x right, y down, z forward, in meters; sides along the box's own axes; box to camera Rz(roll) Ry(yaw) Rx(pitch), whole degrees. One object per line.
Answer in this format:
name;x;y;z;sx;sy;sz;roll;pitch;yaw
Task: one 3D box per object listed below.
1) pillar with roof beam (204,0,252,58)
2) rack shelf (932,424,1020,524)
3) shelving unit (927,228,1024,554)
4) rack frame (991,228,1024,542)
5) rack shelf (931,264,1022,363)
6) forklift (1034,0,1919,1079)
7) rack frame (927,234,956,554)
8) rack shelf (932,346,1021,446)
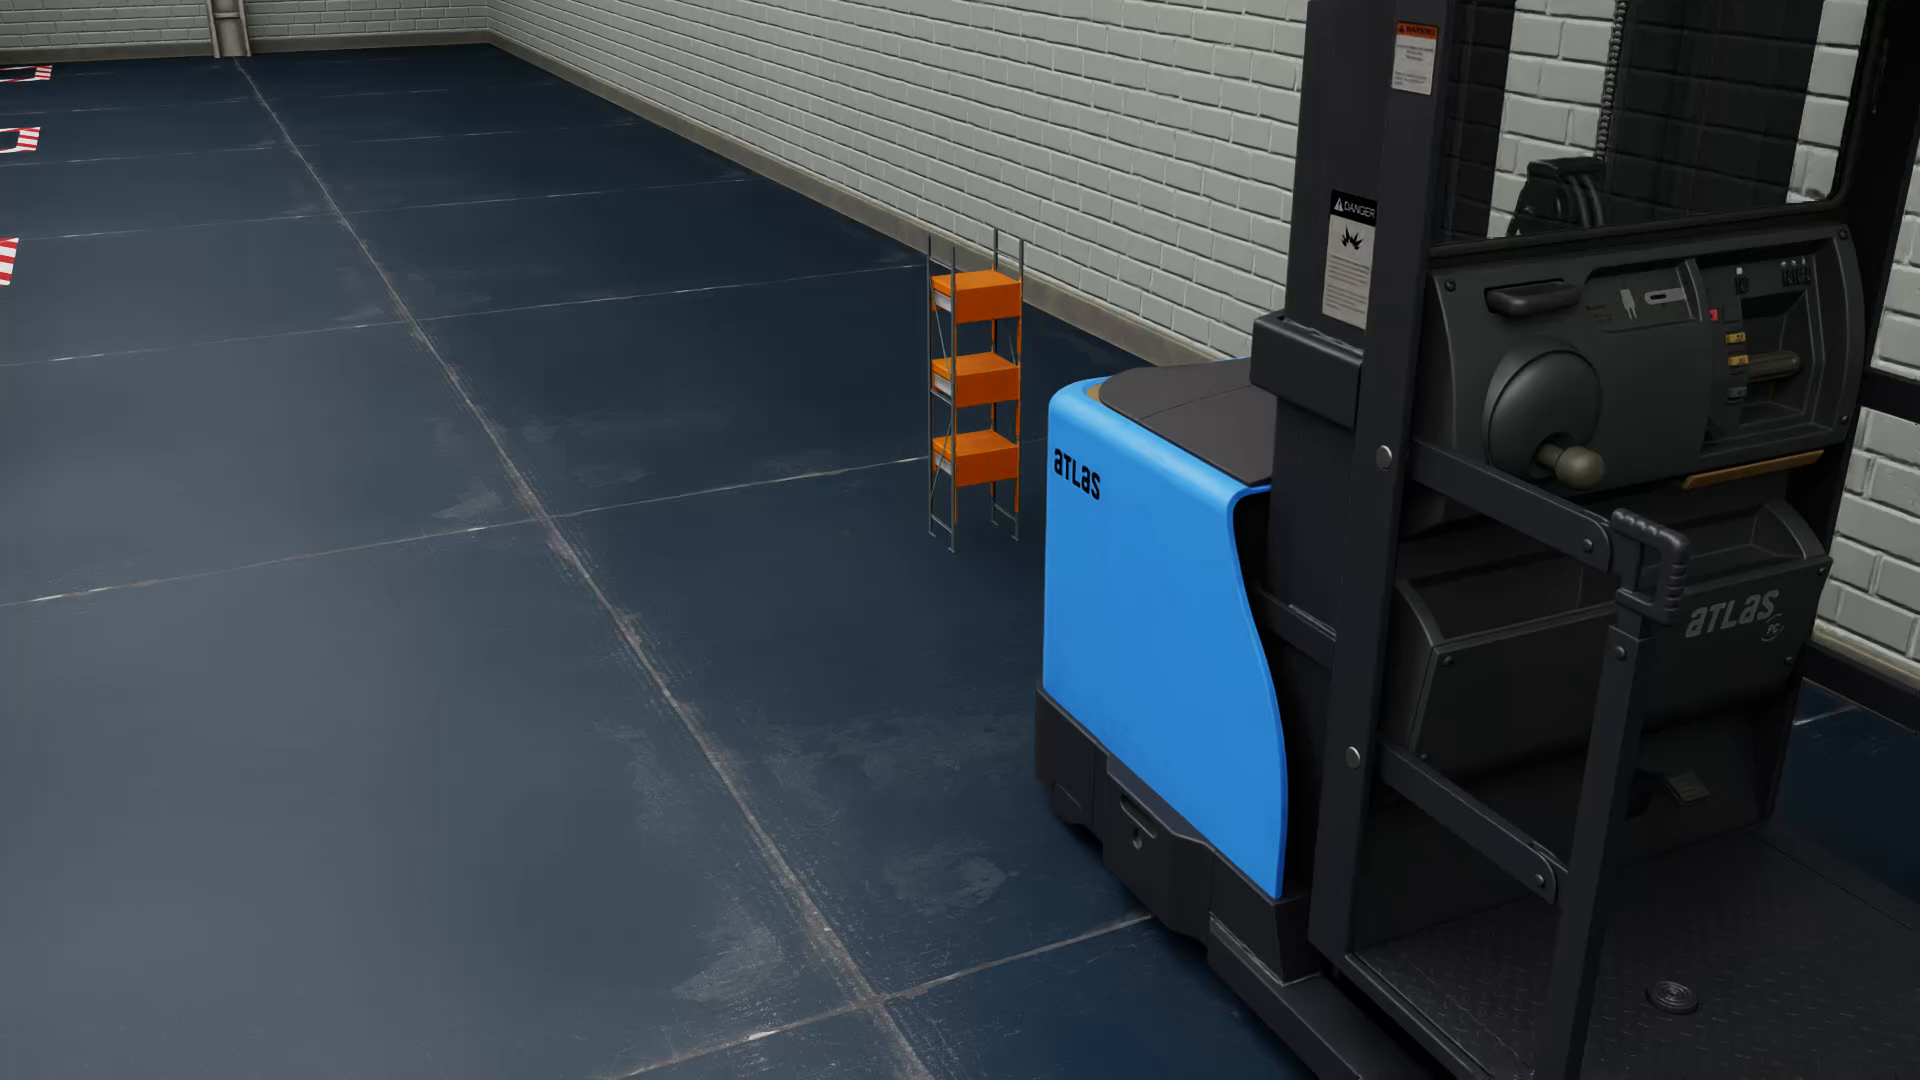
pillar with roof beam;-6.628;-8.332;14.113;0.400;9.000;9.100;-10;25;-24
rack shelf;0.048;-0.227;5.681;0.240;0.259;0.215;-10;25;-24
shelving unit;0.048;-0.494;5.571;0.252;1.050;0.215;-10;25;-24
rack frame;0.158;-0.514;5.620;0.008;1.050;0.200;-10;25;-24
rack shelf;0.048;-0.746;5.466;0.240;0.259;0.215;-10;25;-24
forklift;1.268;-0.291;2.620;1.130;2.935;3.031;-10;25;-23
rack frame;-0.062;-0.474;5.522;0.008;1.050;0.200;-10;25;-24
rack shelf;0.048;-0.484;5.575;0.240;0.259;0.215;-10;25;-24
